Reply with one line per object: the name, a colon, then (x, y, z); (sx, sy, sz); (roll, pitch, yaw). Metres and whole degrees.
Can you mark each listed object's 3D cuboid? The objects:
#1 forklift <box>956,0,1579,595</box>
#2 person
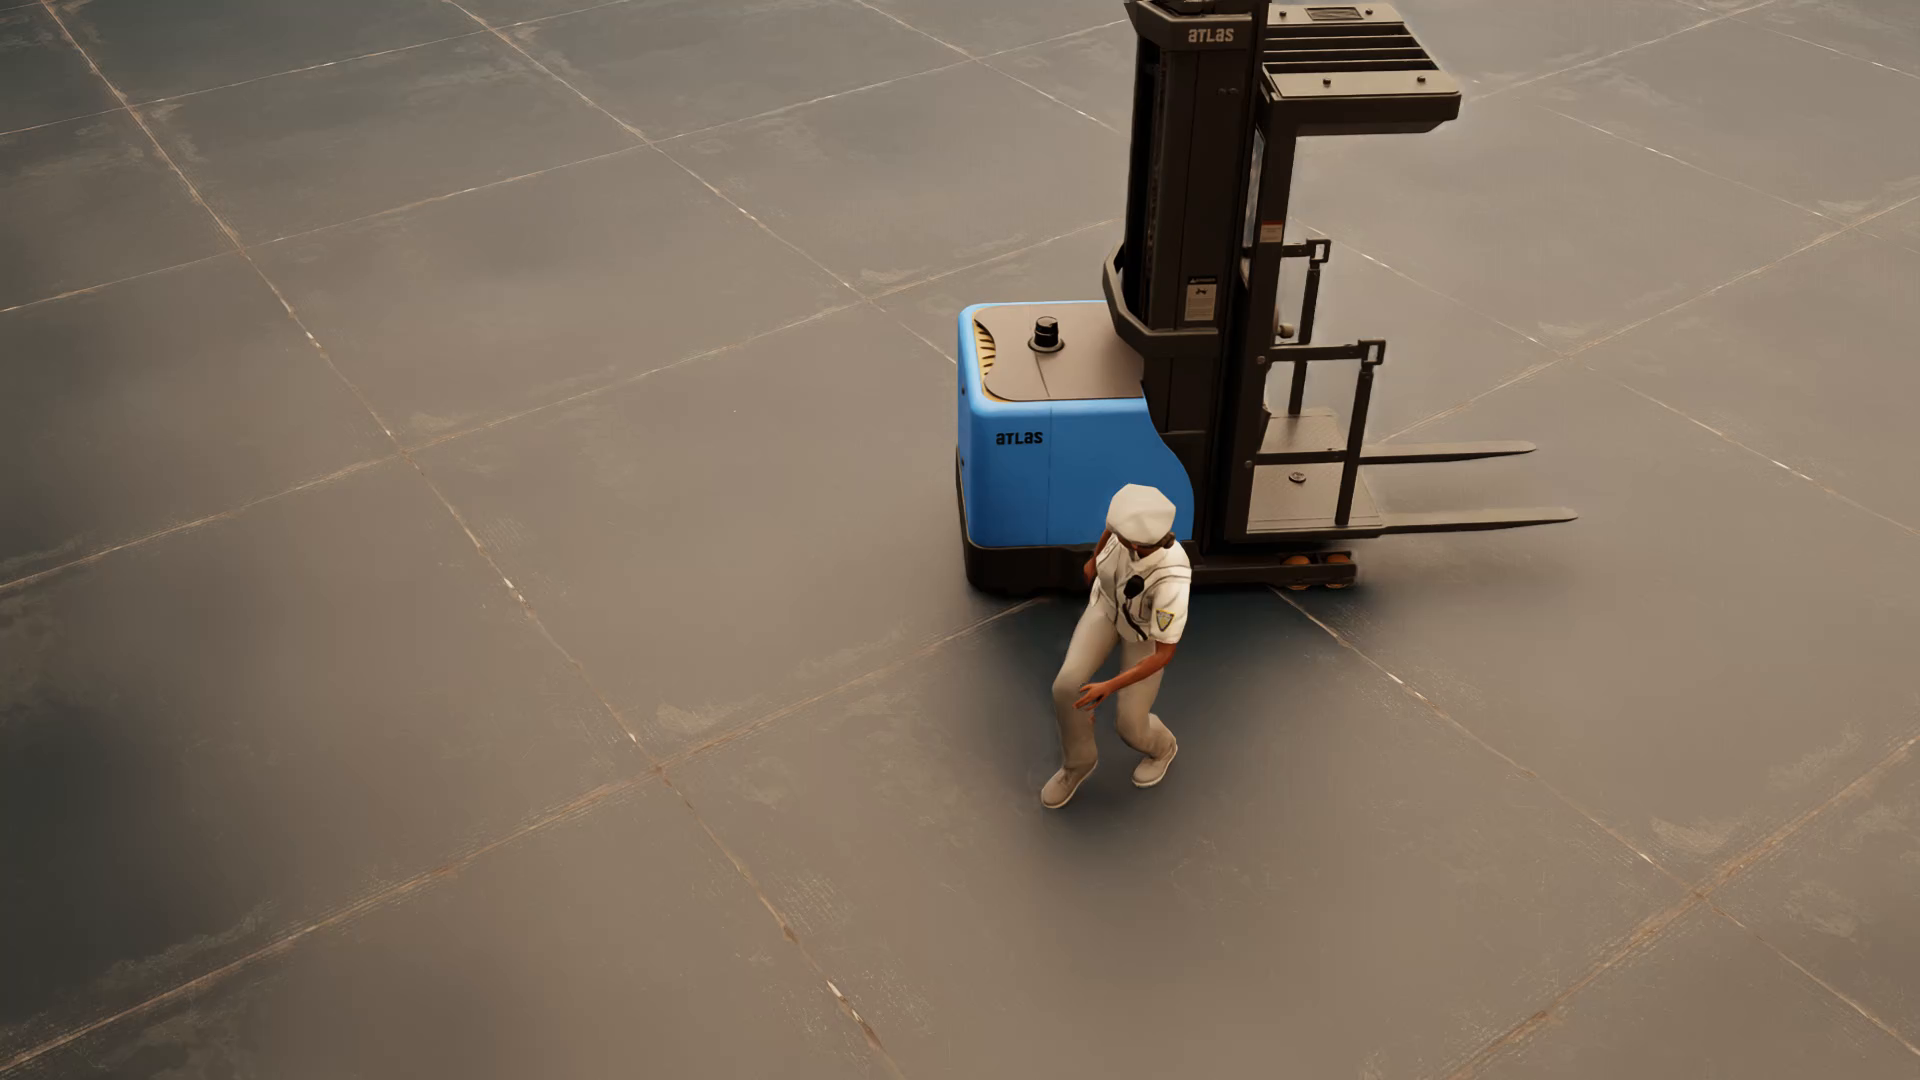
forklift: (1.517, -1.250, 7.635); (3.031, 2.935, 1.130); (-2, 37, -3)
person: (0.588, 0.384, 6.669); (0.683, 1.489, 0.722); (27, 44, 32)
